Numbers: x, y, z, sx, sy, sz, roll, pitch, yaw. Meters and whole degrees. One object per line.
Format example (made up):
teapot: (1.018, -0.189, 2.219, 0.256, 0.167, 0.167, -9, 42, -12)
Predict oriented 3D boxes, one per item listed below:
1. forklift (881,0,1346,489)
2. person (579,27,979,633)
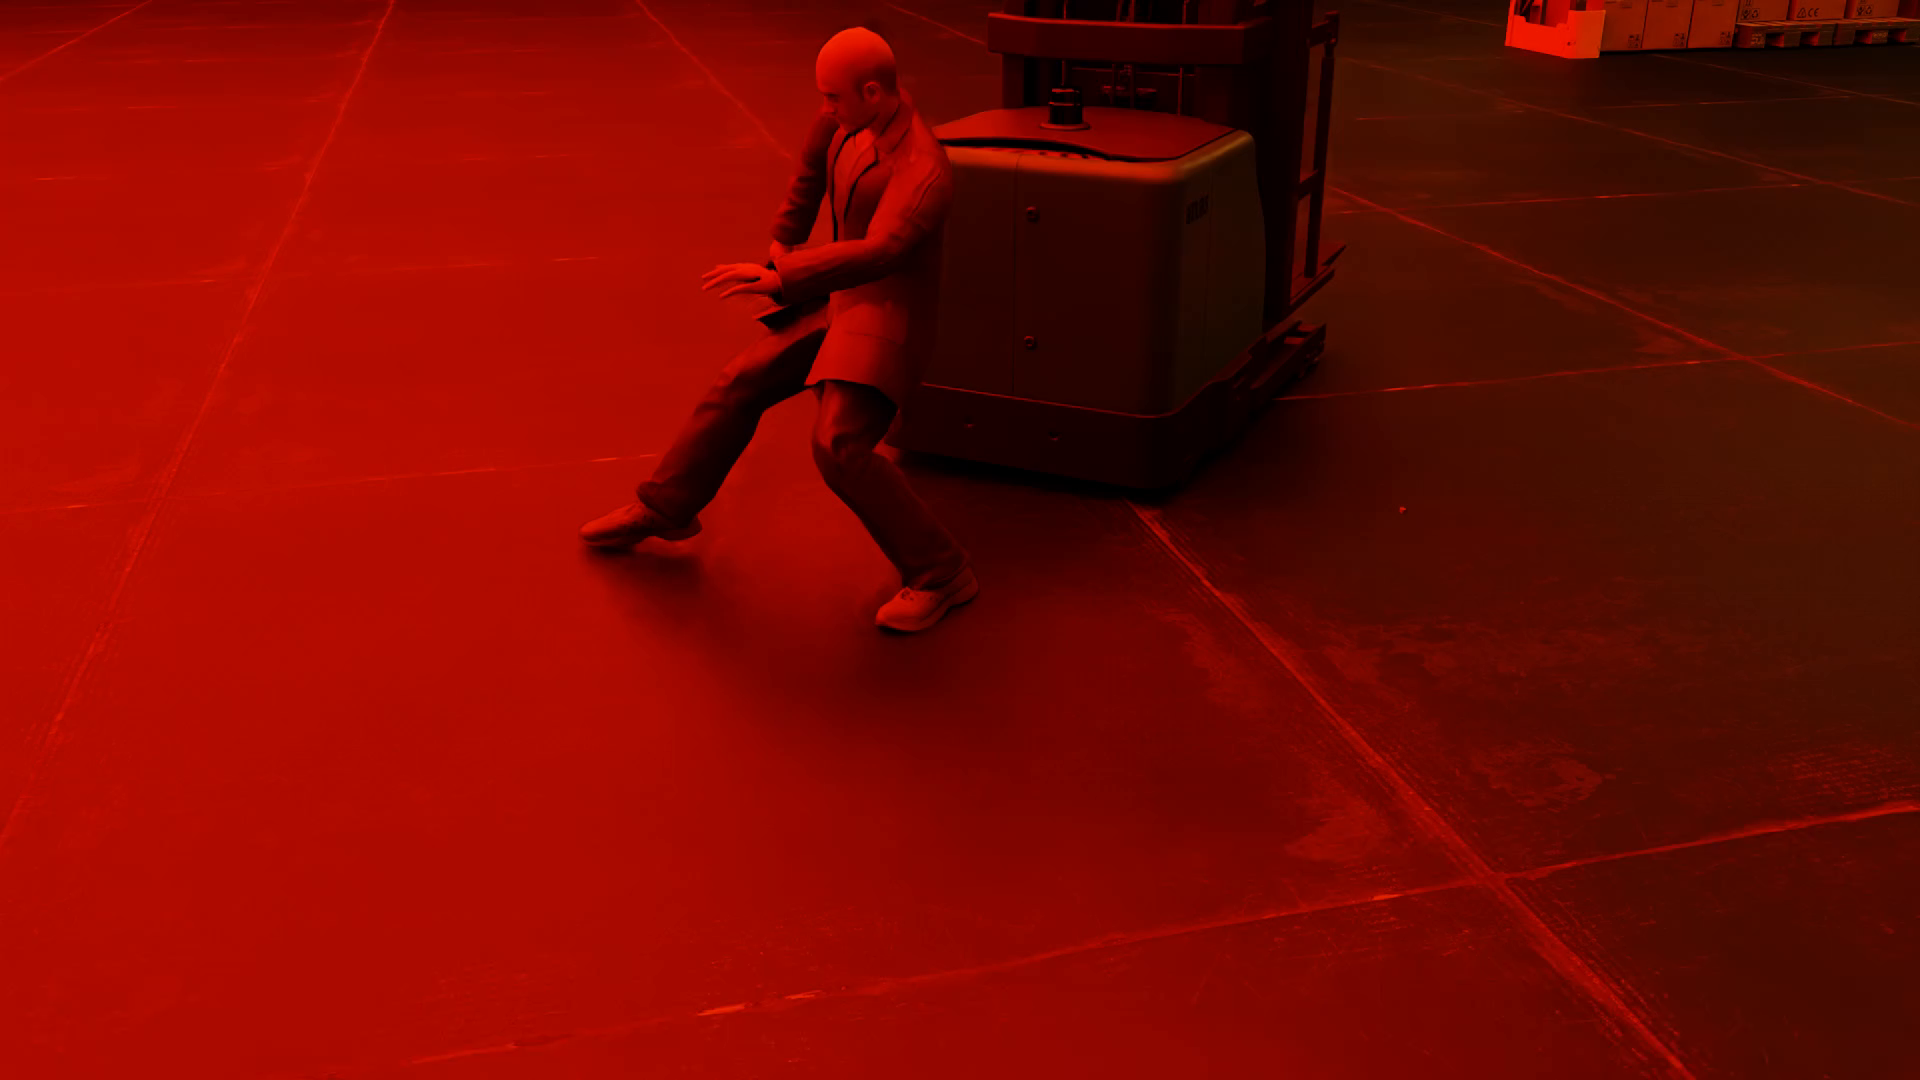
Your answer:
forklift: (0.828, -2.052, 6.132, 1.130, 2.935, 3.031, 11, 25, 24)
person: (-0.523, -0.596, 4.539, 1.005, 1.540, 1.057, -9, 25, -21)
